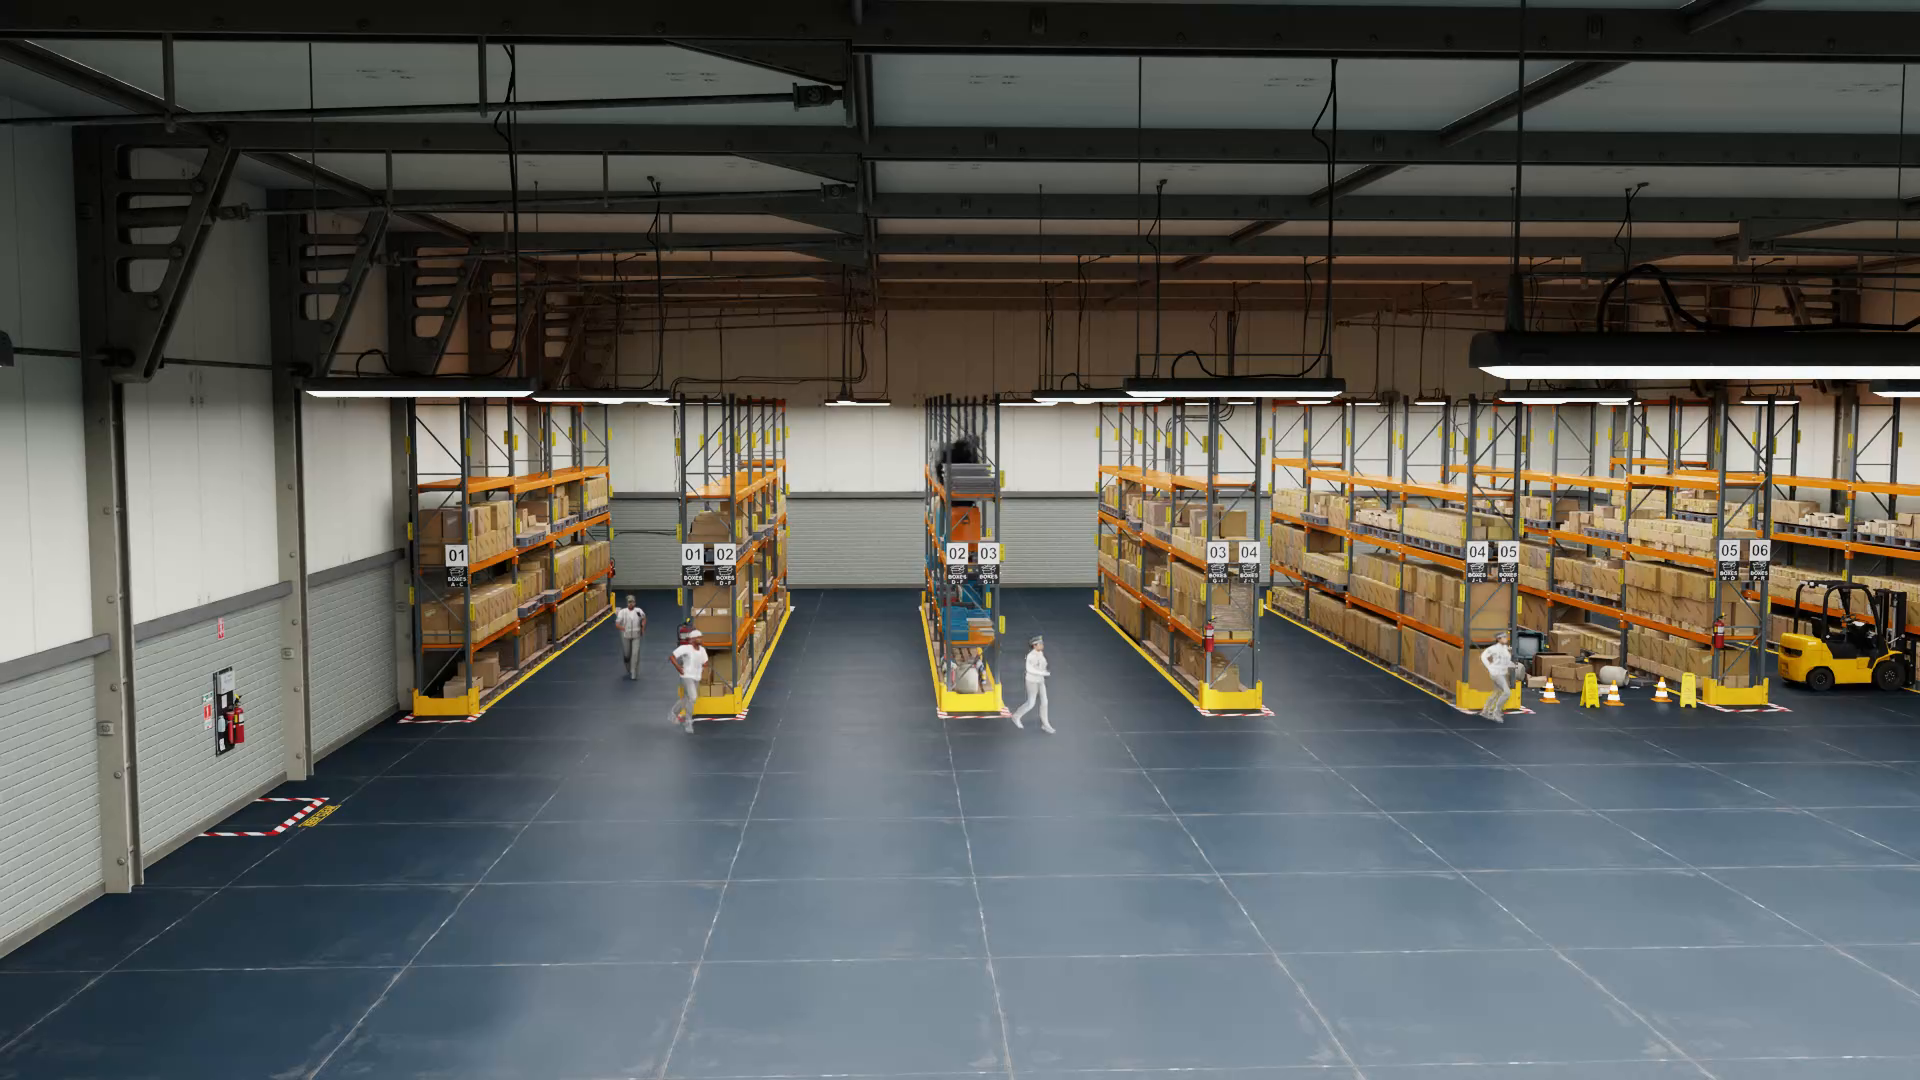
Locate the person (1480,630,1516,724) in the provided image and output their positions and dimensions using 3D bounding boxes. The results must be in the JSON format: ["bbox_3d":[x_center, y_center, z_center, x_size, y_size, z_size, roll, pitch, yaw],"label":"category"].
[{"bbox_3d":[9.831,2.493,30.380,0.654,1.715,0.599,4,6,44],"label":"person"}]

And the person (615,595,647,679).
[{"bbox_3d":[-6.978,2.040,35.342,0.665,1.754,0.945,-1,5,-15],"label":"person"}]

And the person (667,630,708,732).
[{"bbox_3d":[-4.868,2.515,29.861,0.728,1.814,0.728,3,5,32],"label":"person"}]

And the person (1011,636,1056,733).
[{"bbox_3d":[1.316,2.547,29.498,0.826,1.723,0.633,3,5,30],"label":"person"}]
